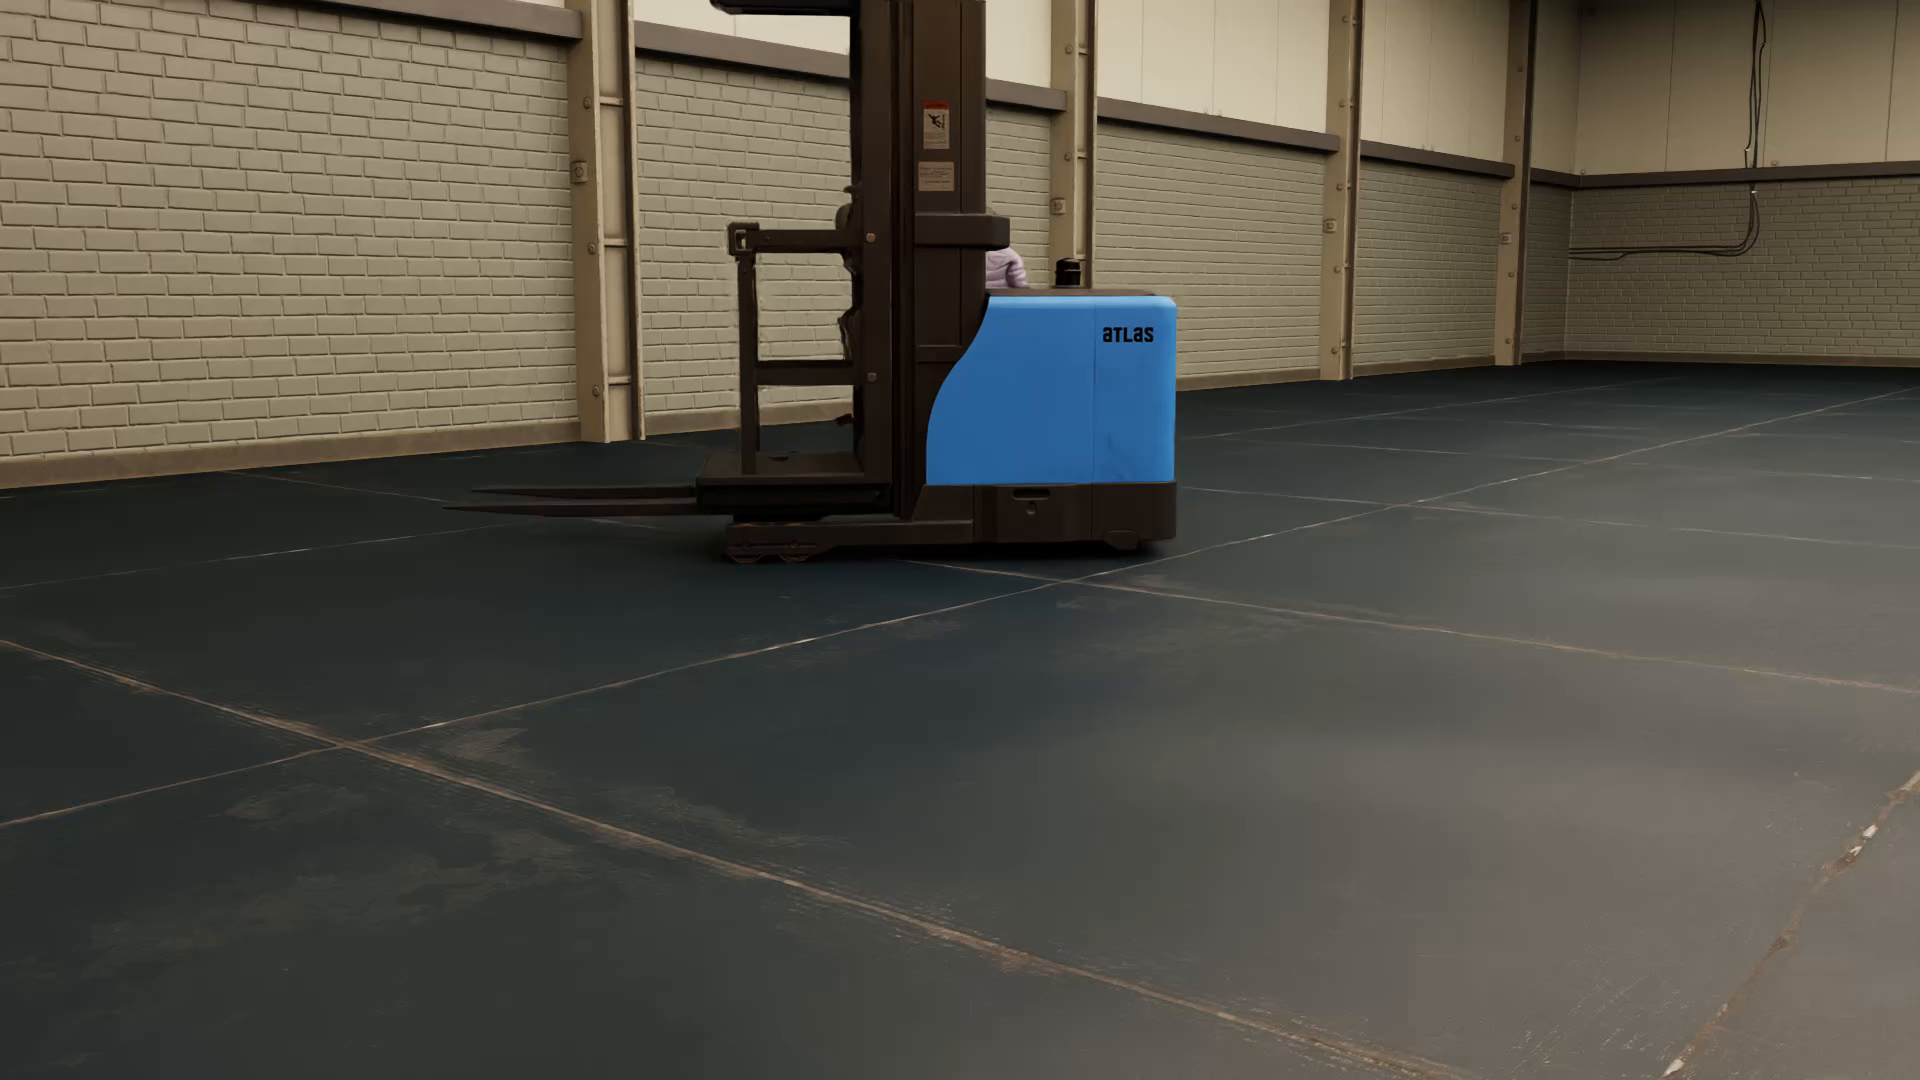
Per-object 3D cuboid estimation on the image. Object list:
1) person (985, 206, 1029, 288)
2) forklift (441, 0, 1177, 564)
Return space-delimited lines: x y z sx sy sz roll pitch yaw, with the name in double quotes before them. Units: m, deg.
"person" 0.141 -1.243 10.451 0.597 1.687 0.528 1 8 5
"forklift" -0.642 -1.433 7.077 3.031 2.935 1.130 -1 8 -6
